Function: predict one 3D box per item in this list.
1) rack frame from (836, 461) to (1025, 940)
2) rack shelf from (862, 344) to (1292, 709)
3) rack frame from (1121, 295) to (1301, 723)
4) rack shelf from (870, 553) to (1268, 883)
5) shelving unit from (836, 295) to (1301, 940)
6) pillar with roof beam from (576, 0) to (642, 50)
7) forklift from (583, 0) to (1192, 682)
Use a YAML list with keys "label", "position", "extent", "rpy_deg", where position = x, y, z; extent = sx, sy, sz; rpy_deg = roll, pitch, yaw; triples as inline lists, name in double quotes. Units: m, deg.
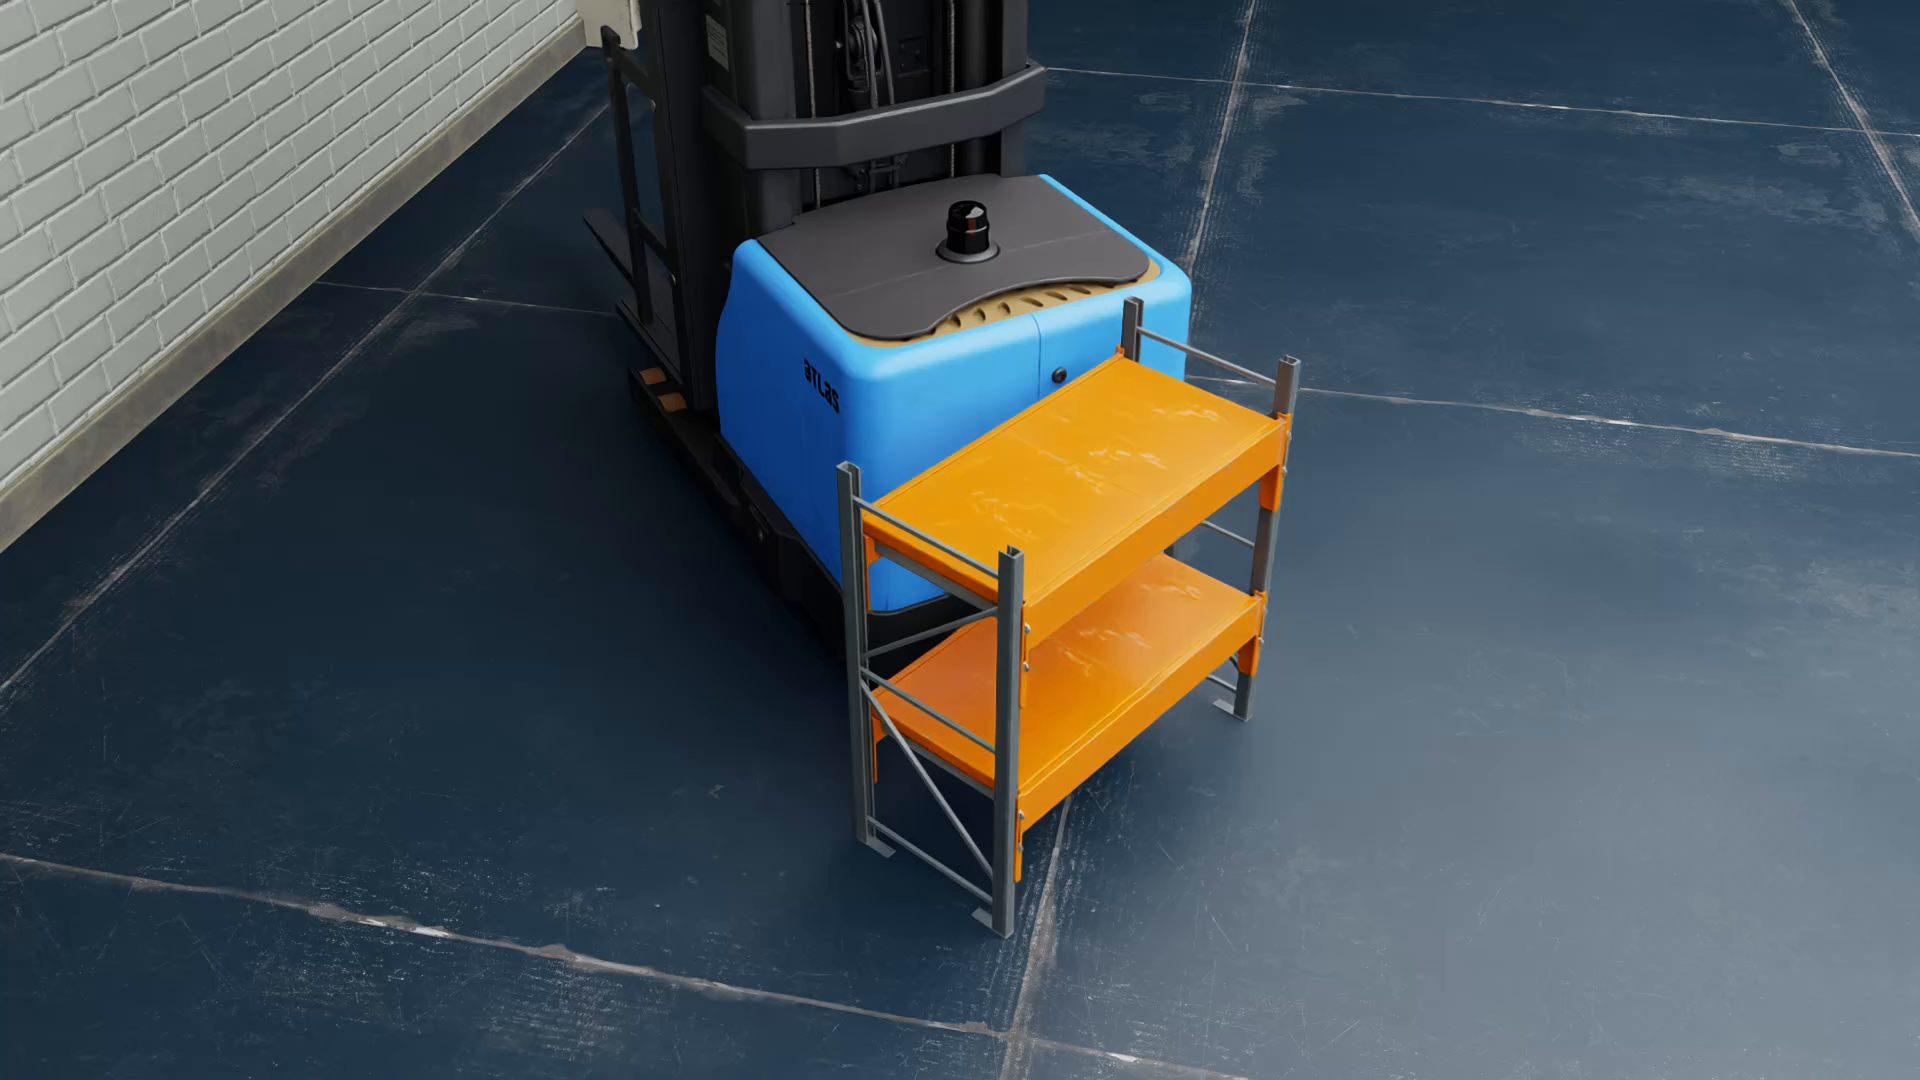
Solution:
- label: "rack frame"
  position: [-0.068, 0.389, 3.755]
  extent: [0.500, 1.125, 0.032]
  rpy_deg: [28, 44, 33]
- label: "rack shelf"
  position: [0.269, -0.071, 3.891]
  extent: [0.538, 0.278, 1.000]
  rpy_deg: [28, 44, 33]
- label: "rack frame"
  position: [0.607, -0.057, 4.371]
  extent: [0.500, 1.125, 0.032]
  rpy_deg: [28, 44, 33]
- label: "rack shelf"
  position: [0.269, 0.364, 4.206]
  extent: [0.538, 0.278, 1.000]
  rpy_deg: [28, 44, 33]
- label: "shelving unit"
  position: [0.269, 0.166, 4.063]
  extent: [0.538, 1.125, 1.048]
  rpy_deg: [28, 44, 33]
- label: "pillar with roof beam"
  position: [2.366, -5.847, 5.650]
  extent: [9.100, 9.000, 0.400]
  rpy_deg: [7, 37, 10]
- label: "forklift"
  position: [-0.507, -1.641, 5.016]
  extent: [1.130, 2.935, 3.031]
  rpy_deg: [-17, 39, -22]
